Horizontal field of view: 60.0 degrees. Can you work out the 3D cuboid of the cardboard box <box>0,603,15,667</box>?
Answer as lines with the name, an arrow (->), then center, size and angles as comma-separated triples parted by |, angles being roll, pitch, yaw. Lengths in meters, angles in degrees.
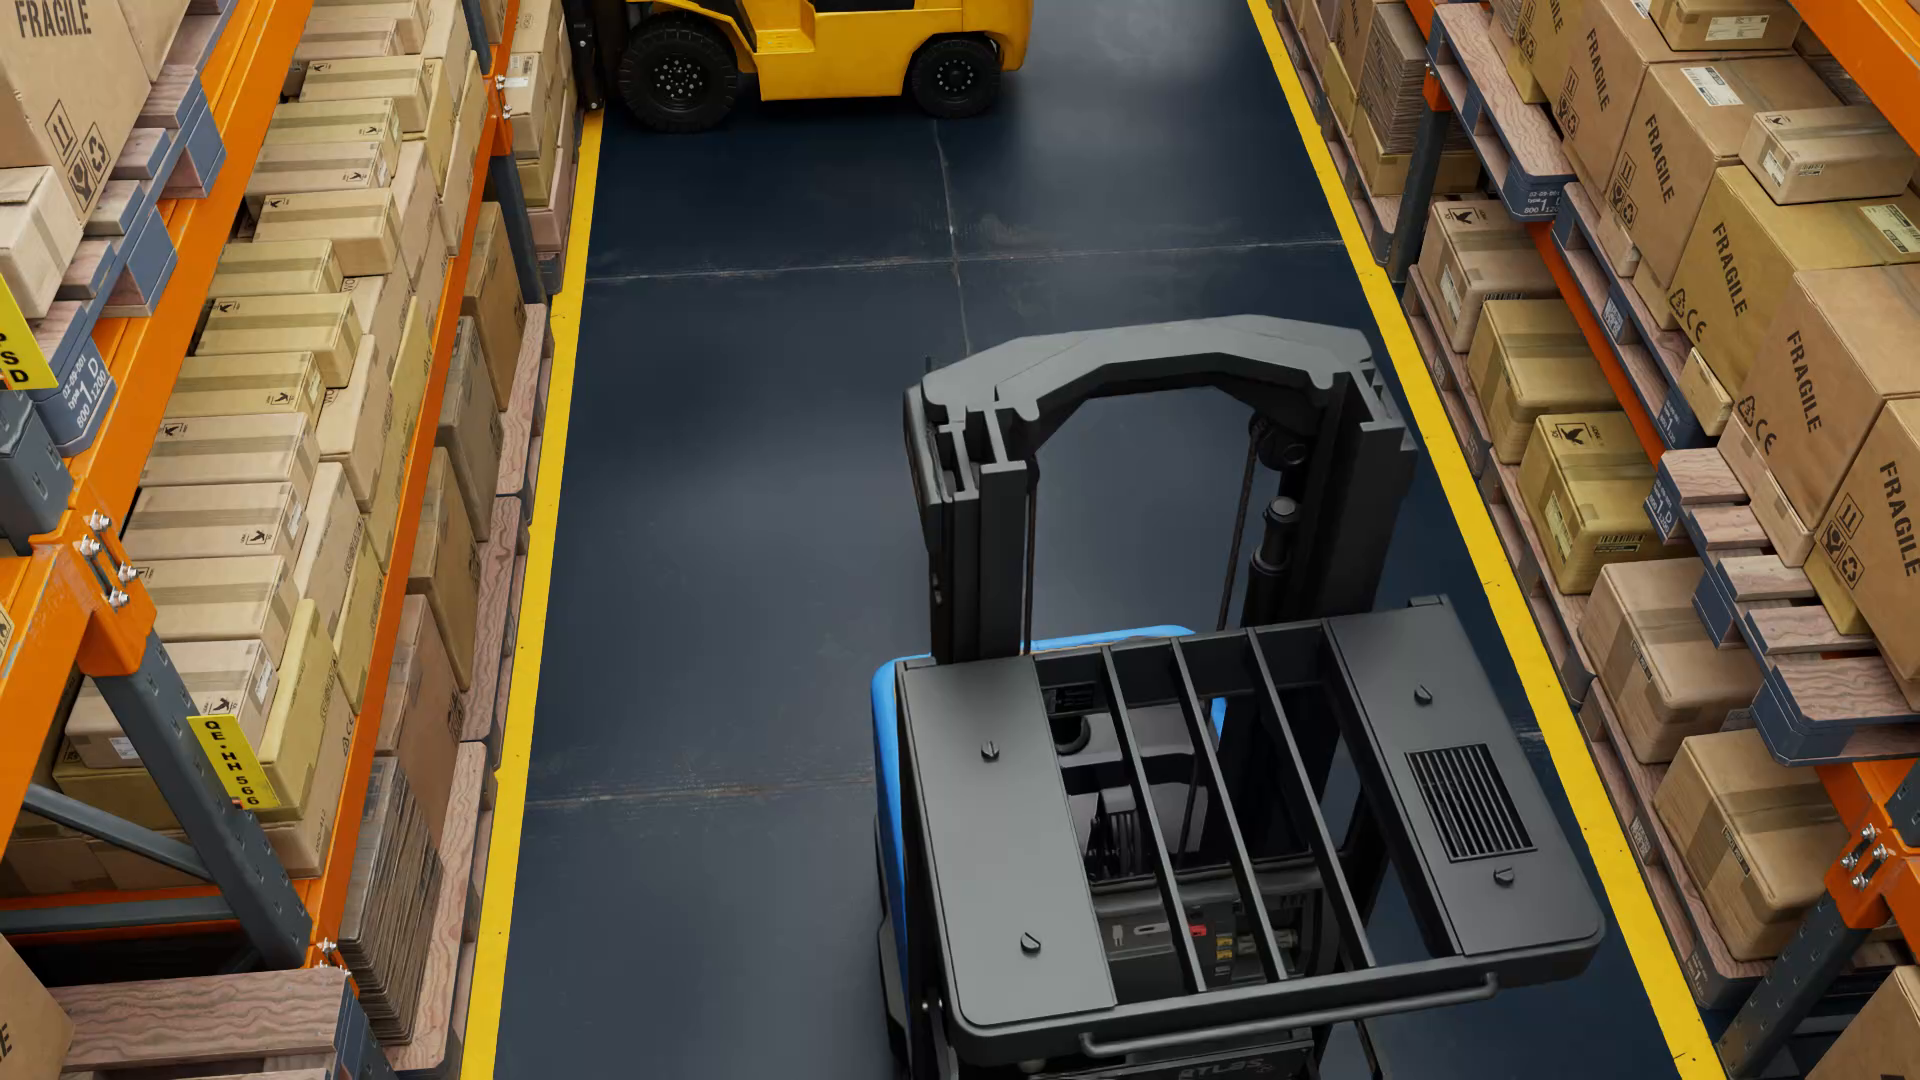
cardboard box -> -1.782, 0.257, 2.478 | 0.500, 0.250, 0.500 | -5, 47, -5

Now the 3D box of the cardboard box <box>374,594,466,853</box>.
cardboard box -> -2.168, 0.628, 5.435 | 0.875, 0.625, 0.625 | -2, 47, -2

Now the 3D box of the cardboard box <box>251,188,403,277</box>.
cardboard box -> -1.916, -0.927, 5.047 | 0.380, 0.149, 0.250 | -5, 47, -4

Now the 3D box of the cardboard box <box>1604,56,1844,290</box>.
cardboard box -> 2.422, -1.150, 5.210 | 0.500, 0.500, 0.500 | -5, 47, -5

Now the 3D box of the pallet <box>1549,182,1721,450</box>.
pallet -> 2.673, -0.787, 5.562 | 1.003, 0.211, 1.213 | -3, 47, -3

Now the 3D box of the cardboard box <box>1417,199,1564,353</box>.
cardboard box -> 2.591, -1.179, 7.322 | 0.950, 0.372, 0.625 | -3, 47, -3

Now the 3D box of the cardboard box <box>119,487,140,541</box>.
cardboard box -> -2.426, 0.082, 4.365 | 0.500, 0.250, 0.500 | -3, 47, -3

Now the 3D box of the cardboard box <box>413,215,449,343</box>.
cardboard box -> -2.040, -0.889, 5.629 | 0.500, 0.250, 0.500 | -3, 47, -3

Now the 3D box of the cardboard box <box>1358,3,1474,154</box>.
cardboard box -> 2.227, -2.186, 7.843 | 0.500, 0.500, 0.500 | -4, 47, -4

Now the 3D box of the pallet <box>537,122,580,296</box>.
pallet -> -2.426, -1.632, 8.151 | 1.003, 0.211, 1.213 | -3, 47, -3

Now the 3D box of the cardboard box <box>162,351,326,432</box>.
cardboard box -> -1.956, -0.371, 4.520 | 0.380, 0.149, 0.250 | -3, 47, -3

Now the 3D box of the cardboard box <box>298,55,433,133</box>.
cardboard box -> -1.990, -1.489, 5.579 | 0.380, 0.149, 0.250 | -5, 47, -5

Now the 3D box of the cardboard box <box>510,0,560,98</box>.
cardboard box -> -2.162, -2.296, 7.774 | 0.500, 0.250, 0.500 | -3, 47, -3

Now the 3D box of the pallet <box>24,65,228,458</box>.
pallet -> -2.213, -0.571, 3.289 | 1.213, 0.211, 1.003 | -2, 47, -1

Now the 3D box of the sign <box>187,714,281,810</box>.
sign -> -1.527, 0.470, 3.496 | 0.100, 0.325, 0.005 | -3, 47, -3

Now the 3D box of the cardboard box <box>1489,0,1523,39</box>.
cardboard box -> 2.298, -2.242, 6.245 | 0.500, 0.500, 0.500 | -2, 47, -2

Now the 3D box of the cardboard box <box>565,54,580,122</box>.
cardboard box -> -2.229, -2.320, 8.485 | 0.500, 0.250, 0.500 | -3, 47, -3

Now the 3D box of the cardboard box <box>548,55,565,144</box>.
cardboard box -> -2.179, -2.117, 7.949 | 0.500, 0.250, 0.500 | -4, 47, -4

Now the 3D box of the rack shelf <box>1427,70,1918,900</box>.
rack shelf -> 2.712, -0.623, 5.770 | 1.077, 0.370, 4.000 | -3, 47, -3

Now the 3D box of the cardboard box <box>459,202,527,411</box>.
cardboard box -> -2.347, -0.964, 6.944 | 0.875, 0.625, 0.625 | -2, 47, -2

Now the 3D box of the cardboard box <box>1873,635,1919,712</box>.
cardboard box -> 2.617, 0.295, 4.288 | 0.380, 0.149, 0.250 | -2, 47, -2

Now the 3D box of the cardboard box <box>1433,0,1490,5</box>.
cardboard box -> 2.214, -2.445, 7.173 | 0.380, 0.149, 0.250 | -4, 47, -4

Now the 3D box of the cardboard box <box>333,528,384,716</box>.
cardboard box -> -1.898, 0.232, 4.567 | 0.500, 0.250, 0.500 | -4, 47, -4

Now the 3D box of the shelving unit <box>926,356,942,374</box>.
shelving unit -> 0.001, -0.304, 6.418 | 0.258, 0.900, 0.210 | -3, 47, -3

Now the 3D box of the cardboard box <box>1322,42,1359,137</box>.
cardboard box -> 2.172, -2.313, 8.479 | 0.500, 0.250, 0.500 | -5, 47, -4

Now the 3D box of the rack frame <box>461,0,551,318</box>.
rack frame -> -2.402, -2.013, 6.591 | 1.000, 3.000, 0.127 | -3, 47, -3

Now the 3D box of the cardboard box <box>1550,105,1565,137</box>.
cardboard box -> 2.388, -1.575, 6.060 | 0.380, 0.149, 0.250 | -1, 47, -1

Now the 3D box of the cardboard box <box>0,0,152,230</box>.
cardboard box -> -1.885, -0.903, 3.046 | 0.500, 0.500, 0.500 | -3, 47, -3

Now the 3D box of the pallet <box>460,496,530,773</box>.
pallet -> -2.196, 0.361, 6.263 | 1.003, 0.211, 1.213 | -3, 47, -3

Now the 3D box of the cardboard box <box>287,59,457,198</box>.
cardboard box -> -2.056, -1.422, 5.790 | 0.500, 0.250, 0.500 | -5, 47, -4

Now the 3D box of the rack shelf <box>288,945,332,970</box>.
rack shelf -> -1.899, 2.575, 2.741 | 1.077, 0.370, 4.000 | -3, 47, -3

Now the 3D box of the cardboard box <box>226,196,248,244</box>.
cardboard box -> -2.551, -1.015, 5.404 | 0.500, 0.250, 0.500 | -5, 47, -4

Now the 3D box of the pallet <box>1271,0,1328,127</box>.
pallet -> 2.348, -2.727, 9.188 | 1.003, 0.211, 1.213 | -3, 47, -3

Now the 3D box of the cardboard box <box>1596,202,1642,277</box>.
cardboard box -> 2.357, -1.012, 5.526 | 0.380, 0.149, 0.250 | -2, 47, -2

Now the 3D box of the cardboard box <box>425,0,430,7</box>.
cardboard box -> -2.152, -2.037, 6.098 | 0.380, 0.149, 0.250 | -2, 47, -2

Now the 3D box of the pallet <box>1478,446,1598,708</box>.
pallet -> 2.716, 0.089, 6.520 | 1.003, 0.211, 1.213 | -3, 47, -3

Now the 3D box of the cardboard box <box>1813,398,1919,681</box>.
cardboard box -> 2.564, -0.017, 4.137 | 0.500, 0.500, 0.500 | -5, 47, -4

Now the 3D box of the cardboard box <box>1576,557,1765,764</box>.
cardboard box -> 2.772, 0.393, 5.833 | 0.950, 0.372, 0.625 | -4, 47, -4

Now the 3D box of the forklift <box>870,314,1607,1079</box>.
forklift -> 0.460, 1.090, 3.699 | 1.130, 2.935, 3.031 | -7, 47, -6

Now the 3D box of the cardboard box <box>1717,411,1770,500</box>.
cardboard box -> 2.444, -0.256, 4.811 | 0.380, 0.149, 0.250 | -5, 47, -5

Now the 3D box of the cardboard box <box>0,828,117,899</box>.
cardboard box -> -2.359, 0.623, 4.198 | 0.500, 0.250, 0.500 | -4, 47, -4

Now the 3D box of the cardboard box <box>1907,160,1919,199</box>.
cardboard box -> 2.970, -0.805, 4.883 | 0.500, 0.500, 0.500 | -3, 47, -3

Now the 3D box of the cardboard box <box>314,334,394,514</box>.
cardboard box -> -1.927, -0.318, 4.744 | 0.500, 0.250, 0.500 | -5, 47, -4

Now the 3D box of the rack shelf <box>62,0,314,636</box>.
rack shelf -> -2.234, -1.350, 4.393 | 1.077, 0.370, 4.000 | -3, 47, -3

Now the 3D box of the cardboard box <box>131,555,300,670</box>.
cardboard box -> -1.824, 0.182, 3.996 | 0.380, 0.149, 0.250 | -3, 47, -2
